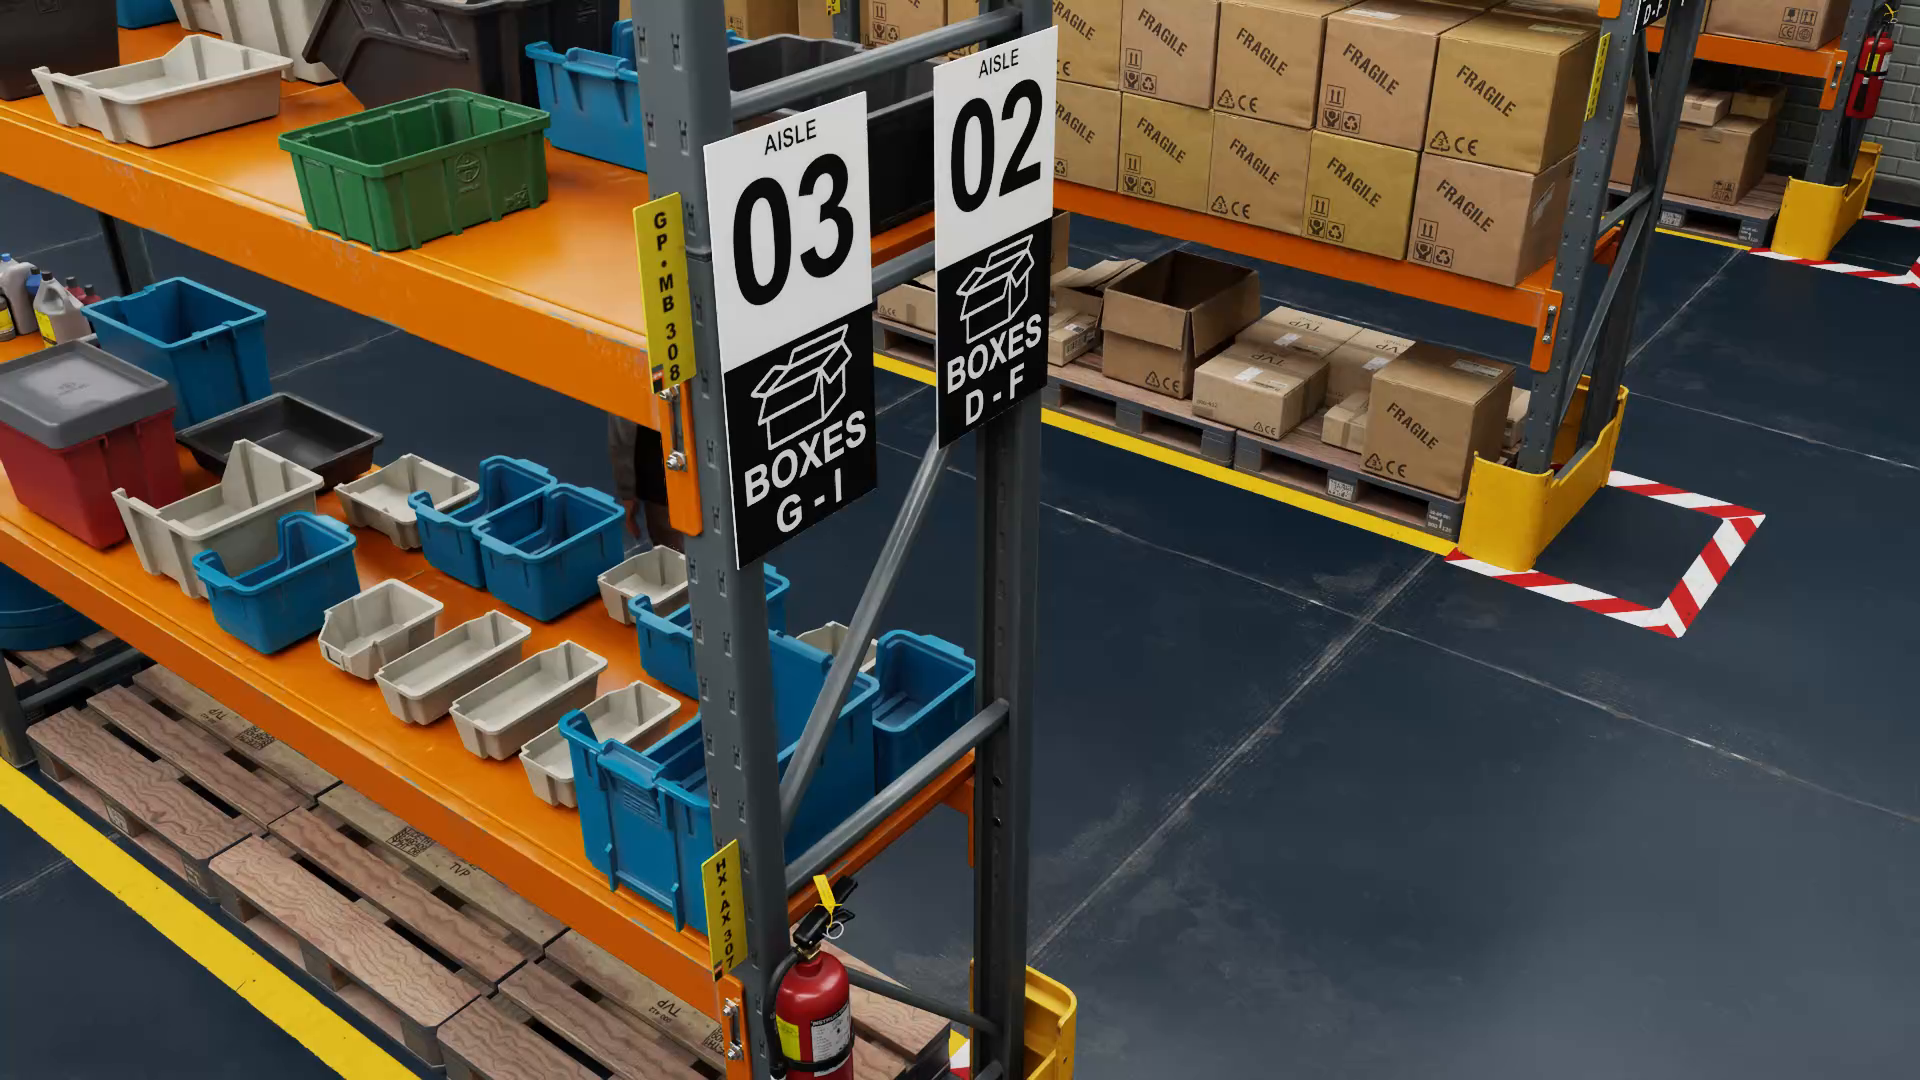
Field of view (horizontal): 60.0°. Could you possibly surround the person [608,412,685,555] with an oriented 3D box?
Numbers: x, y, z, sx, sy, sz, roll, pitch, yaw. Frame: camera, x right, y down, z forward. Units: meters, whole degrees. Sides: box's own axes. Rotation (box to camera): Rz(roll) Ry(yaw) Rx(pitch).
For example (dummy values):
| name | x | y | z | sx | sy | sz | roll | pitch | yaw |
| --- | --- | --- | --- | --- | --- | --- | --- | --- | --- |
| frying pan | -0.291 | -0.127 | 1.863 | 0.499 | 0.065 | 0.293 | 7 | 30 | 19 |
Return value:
| name | x | y | z | sx | sy | sz | roll | pitch | yaw |
| --- | --- | --- | --- | --- | --- | --- | --- | --- | --- |
| person | -1.053 | -0.182 | 6.508 | 0.569 | 1.668 | 0.958 | -18 | 35 | -28 |
